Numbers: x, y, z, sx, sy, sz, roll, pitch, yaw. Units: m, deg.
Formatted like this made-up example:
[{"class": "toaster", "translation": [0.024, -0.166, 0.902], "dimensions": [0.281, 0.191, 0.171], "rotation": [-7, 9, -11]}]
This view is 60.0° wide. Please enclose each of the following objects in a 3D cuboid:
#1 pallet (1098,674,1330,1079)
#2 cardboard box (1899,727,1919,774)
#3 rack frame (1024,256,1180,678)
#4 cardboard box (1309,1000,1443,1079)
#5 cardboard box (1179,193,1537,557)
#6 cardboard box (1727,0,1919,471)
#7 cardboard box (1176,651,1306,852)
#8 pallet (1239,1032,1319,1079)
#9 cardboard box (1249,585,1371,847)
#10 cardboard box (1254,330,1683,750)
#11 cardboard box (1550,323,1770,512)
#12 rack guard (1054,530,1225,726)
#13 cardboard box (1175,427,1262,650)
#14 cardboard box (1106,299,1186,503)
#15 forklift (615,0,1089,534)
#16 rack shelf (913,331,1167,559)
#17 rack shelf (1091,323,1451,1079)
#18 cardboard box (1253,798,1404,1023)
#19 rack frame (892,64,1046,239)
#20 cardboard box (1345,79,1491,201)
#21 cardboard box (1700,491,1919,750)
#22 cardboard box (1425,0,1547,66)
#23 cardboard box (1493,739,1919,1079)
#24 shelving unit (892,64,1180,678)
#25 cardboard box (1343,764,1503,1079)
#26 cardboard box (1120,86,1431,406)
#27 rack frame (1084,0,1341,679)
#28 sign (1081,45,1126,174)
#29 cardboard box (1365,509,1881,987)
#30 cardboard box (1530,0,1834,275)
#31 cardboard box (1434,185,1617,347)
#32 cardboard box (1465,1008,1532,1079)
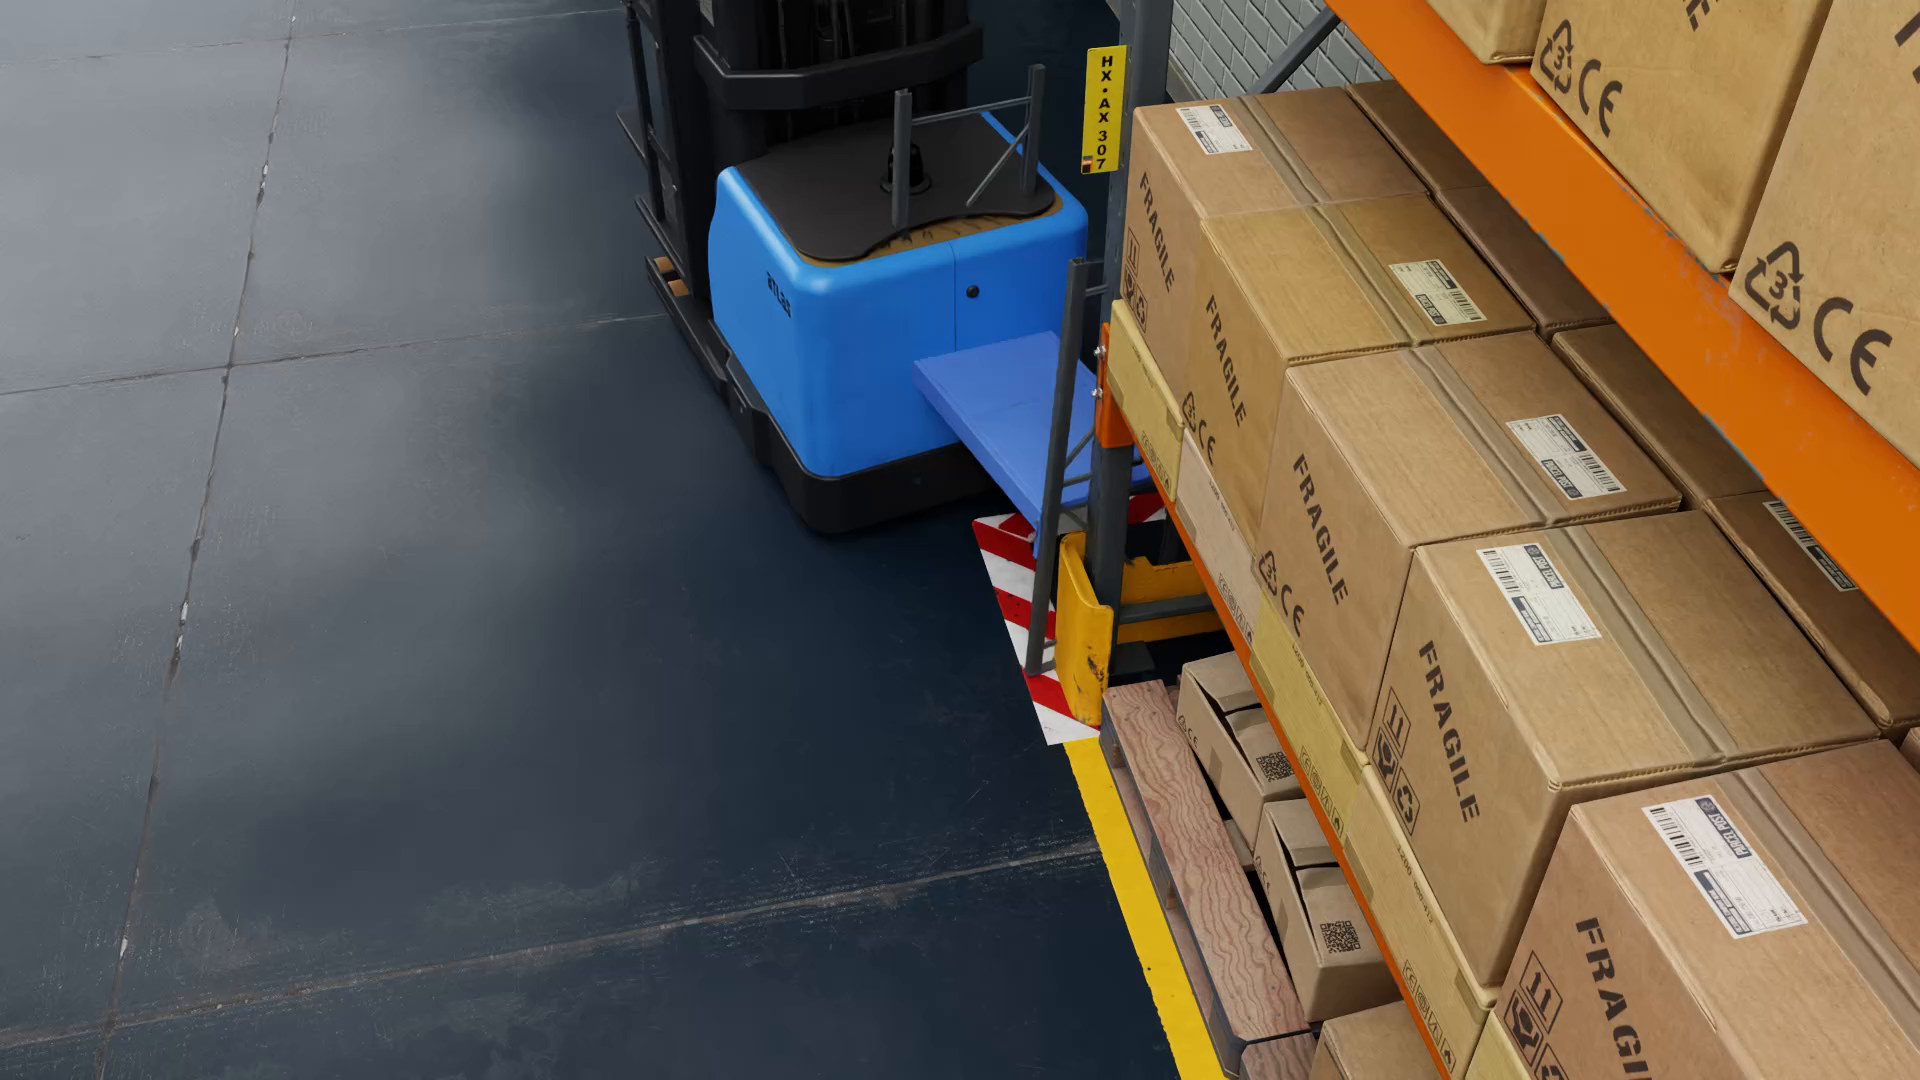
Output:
[{"class": "pallet", "translation": [1.035, 0.838, 4.647], "dimensions": [1.003, 0.211, 1.213], "rotation": [-8, 42, -9]}, {"class": "cardboard box", "translation": [1.634, 0.581, 2.369], "dimensions": [0.500, 0.500, 0.500], "rotation": [-7, 42, -8]}, {"class": "rack frame", "translation": [0.468, -0.210, 4.825], "dimensions": [0.500, 1.500, 0.032], "rotation": [-17, 45, -22]}, {"class": "cardboard box", "translation": [1.172, 1.298, 3.580], "dimensions": [0.700, 0.500, 0.500], "rotation": [-11, 43, -12]}, {"class": "cardboard box", "translation": [0.784, -0.343, 3.410], "dimensions": [0.500, 0.500, 0.500], "rotation": [-8, 42, -9]}, {"class": "cardboard box", "translation": [1.138, -0.335, 1.518], "dimensions": [0.500, 0.500, 0.500], "rotation": [-10, 43, -11]}, {"class": "cardboard box", "translation": [0.939, 0.517, 4.603], "dimensions": [0.500, 0.311, 0.500], "rotation": [-13, 43, -14]}, {"class": "pallet", "translation": [1.295, 1.627, 3.758], "dimensions": [1.003, 0.211, 1.213], "rotation": [-8, 42, -9]}, {"class": "cardboard box", "translation": [0.903, 0.290, 3.262], "dimensions": [0.500, 0.250, 0.500], "rotation": [-9, 42, -10]}, {"class": "cardboard box", "translation": [0.890, -0.008, 3.032], "dimensions": [0.500, 0.500, 0.500], "rotation": [-10, 42, -11]}, {"class": "cardboard box", "translation": [1.402, -0.080, 3.114], "dimensions": [0.500, 0.500, 0.500], "rotation": [-9, 42, -10]}, {"class": "rack guard", "translation": [0.894, 0.198, 5.150], "dimensions": [1.175, 0.500, 0.348], "rotation": [-8, 42, -9]}, {"class": "cardboard box", "translation": [0.799, -0.041, 3.634], "dimensions": [0.500, 0.250, 0.500], "rotation": [-10, 42, -11]}, {"class": "cardboard box", "translation": [0.673, -0.375, 4.011], "dimensions": [0.500, 0.250, 0.500], "rotation": [-9, 42, -11]}, {"class": "forklift", "translation": [-0.643, -2.098, 5.905], "dimensions": [1.130, 2.935, 3.031], "rotation": [-17, 44, -18]}, {"class": "rack shelf", "translation": [0.224, -0.380, 5.275], "dimensions": [0.538, 0.185, 1.000], "rotation": [-17, 45, -22]}, {"class": "rack shelf", "translation": [1.310, 0.780, 3.154], "dimensions": [1.077, 0.370, 4.000], "rotation": [-8, 42, -9]}, {"class": "cardboard box", "translation": [1.062, 0.886, 4.186], "dimensions": [0.500, 0.311, 0.500], "rotation": [-5, 42, -6]}, {"class": "rack frame", "translation": [-0.002, -0.820, 5.488], "dimensions": [0.500, 1.500, 0.032], "rotation": [-17, 45, -22]}, {"class": "cardboard box", "translation": [1.187, -0.743, 3.860], "dimensions": [0.500, 0.500, 0.500], "rotation": [-9, 42, -10]}, {"class": "cardboard box", "translation": [1.511, 0.246, 2.746], "dimensions": [0.500, 0.500, 0.500], "rotation": [-8, 42, -9]}, {"class": "cardboard box", "translation": [0.903, -1.011, 2.279], "dimensions": [0.500, 0.500, 0.500], "rotation": [-7, 42, -7]}, {"class": "cardboard box", "translation": [1.126, 0.662, 2.277], "dimensions": [0.500, 0.500, 0.500], "rotation": [-9, 42, -11]}, {"class": "shelving unit", "translation": [0.233, -0.515, 5.157], "dimensions": [0.538, 1.500, 1.048], "rotation": [-17, 45, -22]}, {"class": "cardboard box", "translation": [1.010, 0.618, 2.892], "dimensions": [0.500, 0.250, 0.500], "rotation": [-8, 42, -9]}, {"class": "cardboard box", "translation": [0.687, -0.665, 3.773], "dimensions": [0.500, 0.500, 0.500], "rotation": [-8, 42, -9]}, {"class": "rack frame", "translation": [0.878, -0.786, 4.376], "dimensions": [1.000, 3.000, 0.127], "rotation": [-8, 42, -9]}, {"class": "sign", "translation": [0.348, -1.032, 4.001], "dimensions": [0.100, 0.325, 0.005], "rotation": [-8, 42, -9]}, {"class": "cardboard box", "translation": [1.013, 0.325, 2.657], "dimensions": [0.500, 0.500, 0.500], "rotation": [-7, 42, -8]}, {"class": "cardboard box", "translation": [1.039, -0.666, 1.891], "dimensions": [0.500, 0.500, 0.500], "rotation": [-6, 42, -7]}, {"class": "cardboard box", "translation": [1.286, -0.415, 3.491], "dimensions": [0.500, 0.500, 0.500], "rotation": [-8, 42, -9]}, {"class": "cardboard box", "translation": [1.120, 0.944, 2.525], "dimensions": [0.500, 0.250, 0.500], "rotation": [-9, 42, -10]}]
